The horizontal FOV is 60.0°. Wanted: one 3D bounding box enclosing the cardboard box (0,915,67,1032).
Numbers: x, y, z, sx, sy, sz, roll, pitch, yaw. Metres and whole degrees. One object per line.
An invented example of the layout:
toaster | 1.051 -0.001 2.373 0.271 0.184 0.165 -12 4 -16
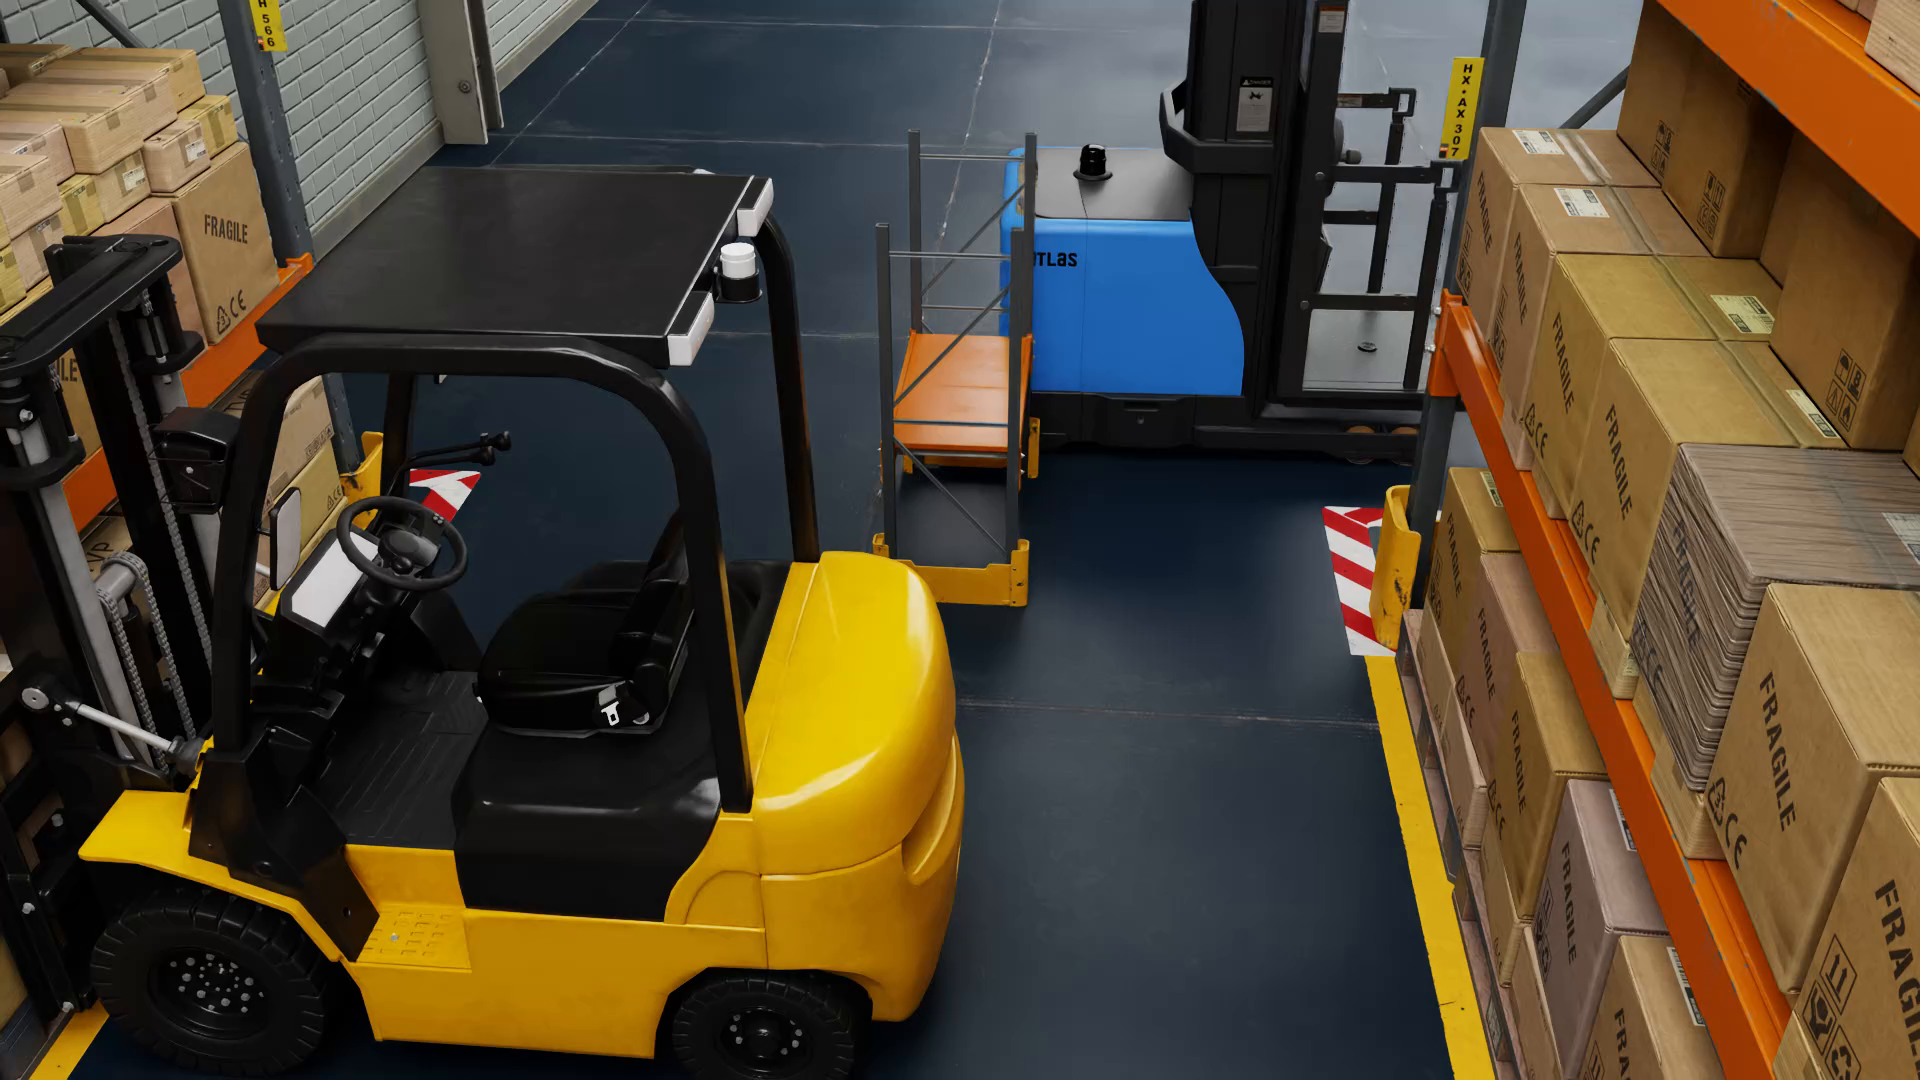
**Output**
cardboard box | -2.712 1.118 4.297 0.500 0.250 0.500 3 32 5

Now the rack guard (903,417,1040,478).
rack guard | 0.047 -0.407 7.172 0.587 0.250 0.087 2 32 4

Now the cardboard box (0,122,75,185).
cardboard box | -2.705 -1.045 4.589 0.380 0.149 0.250 3 32 4

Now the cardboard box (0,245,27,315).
cardboard box | -2.637 -0.644 4.223 0.380 0.149 0.250 3 32 4

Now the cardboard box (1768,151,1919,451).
cardboard box | 2.148 -0.509 3.385 0.700 0.500 0.500 2 32 4

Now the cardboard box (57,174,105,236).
cardboard box | -2.662 -0.919 4.669 0.380 0.149 0.250 2 32 4

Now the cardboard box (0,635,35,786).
cardboard box | -2.651 0.426 4.468 0.500 0.250 0.500 2 32 3

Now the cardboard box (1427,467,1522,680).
cardboard box | 1.796 0.114 5.211 0.500 0.500 0.500 1 32 2

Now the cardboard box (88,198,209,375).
cardboard box | -2.638 -0.694 4.922 0.500 0.500 0.500 3 32 6

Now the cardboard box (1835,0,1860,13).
cardboard box | 1.756 -1.041 2.961 0.380 0.149 0.250 2 32 4

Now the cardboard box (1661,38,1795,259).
cardboard box | 2.266 -1.035 4.238 0.700 0.500 0.500 3 32 4

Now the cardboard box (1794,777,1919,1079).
cardboard box | 1.602 0.699 2.378 0.500 0.500 0.500 2 32 3

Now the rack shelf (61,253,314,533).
rack shelf | -2.971 0.161 4.315 1.077 0.370 4.000 2 32 4

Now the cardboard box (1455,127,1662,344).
cardboard box | 1.824 -0.914 4.995 0.500 0.500 0.500 2 32 3

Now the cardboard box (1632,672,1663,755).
cardboard box | 1.666 0.373 3.525 0.380 0.149 0.250 2 32 3

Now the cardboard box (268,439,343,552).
cardboard box | -2.536 -0.144 5.868 0.500 0.250 0.500 2 32 3

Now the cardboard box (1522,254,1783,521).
cardboard box | 1.745 -0.377 4.123 0.500 0.500 0.500 2 32 3

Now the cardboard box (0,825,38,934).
cardboard box | -2.696 0.914 4.151 0.500 0.250 0.500 2 32 4

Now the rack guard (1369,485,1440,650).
rack guard | 2.133 0.123 6.074 1.175 0.500 0.348 2 32 4

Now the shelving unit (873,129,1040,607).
shelving unit | 0.006 -0.678 6.421 0.587 1.500 1.083 2 32 4

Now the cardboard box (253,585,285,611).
cardboard box | -2.582 0.320 5.592 0.500 0.250 0.500 2 32 4

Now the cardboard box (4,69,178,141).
cardboard box | -2.617 -1.309 5.019 0.380 0.149 0.250 3 32 4

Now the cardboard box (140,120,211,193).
cardboard box | -2.549 -1.181 5.094 0.380 0.149 0.250 3 32 5

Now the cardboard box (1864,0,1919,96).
cardboard box | 1.633 -0.775 2.528 0.380 0.149 0.250 3 32 5

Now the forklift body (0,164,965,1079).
forklift body | -1.145 0.240 4.310 2.313 2.155 1.214 2 32 4

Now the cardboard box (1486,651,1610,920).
cardboard box | 1.709 0.650 4.342 0.500 0.500 0.500 3 32 5

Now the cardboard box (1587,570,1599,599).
cardboard box | 1.730 0.108 3.956 0.380 0.149 0.250 2 32 3

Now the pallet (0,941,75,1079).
pallet | -2.931 1.034 4.871 1.003 0.211 1.213 2 32 4

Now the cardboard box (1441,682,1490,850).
cardboard box | 1.749 0.688 4.996 0.500 0.250 0.500 4 32 6

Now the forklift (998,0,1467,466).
forklift | 1.690 -1.860 6.975 3.031 2.935 1.130 2 32 3

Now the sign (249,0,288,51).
sign | -2.269 -1.754 5.408 0.100 0.325 0.005 2 32 4

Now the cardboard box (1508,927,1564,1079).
cardboard box | 1.673 1.238 4.103 0.500 0.250 0.500 3 32 5

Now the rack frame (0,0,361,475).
rack frame | -2.808 -1.191 5.823 1.000 3.000 0.127 2 32 4

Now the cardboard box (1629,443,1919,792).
cardboard box | 1.675 0.158 3.256 0.500 0.500 0.500 3 32 5

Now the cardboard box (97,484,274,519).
cardboard box | -2.571 -0.103 5.326 0.500 0.250 0.500 3 32 5

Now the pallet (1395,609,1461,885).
pallet | 2.032 0.669 5.462 1.003 0.211 1.213 2 32 4

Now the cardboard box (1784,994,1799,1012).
cardboard box | 1.648 0.773 2.876 0.380 0.149 0.250 3 32 4

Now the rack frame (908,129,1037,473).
rack frame | 0.048 -0.949 6.860 0.500 1.500 0.032 2 32 4

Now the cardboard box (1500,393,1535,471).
cardboard box | 1.730 -0.306 4.627 0.380 0.149 0.250 3 32 5

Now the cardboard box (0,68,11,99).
cardboard box | -3.133 -1.333 5.057 0.380 0.149 0.250 4 32 6

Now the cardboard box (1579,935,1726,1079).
cardboard box | 1.634 1.197 3.455 0.500 0.500 0.500 3 32 5

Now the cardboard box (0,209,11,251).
cardboard box | -2.632 -0.768 4.140 0.380 0.149 0.250 3 32 5

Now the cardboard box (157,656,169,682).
cardboard box | -2.609 0.389 5.004 0.500 0.250 0.500 2 32 3
